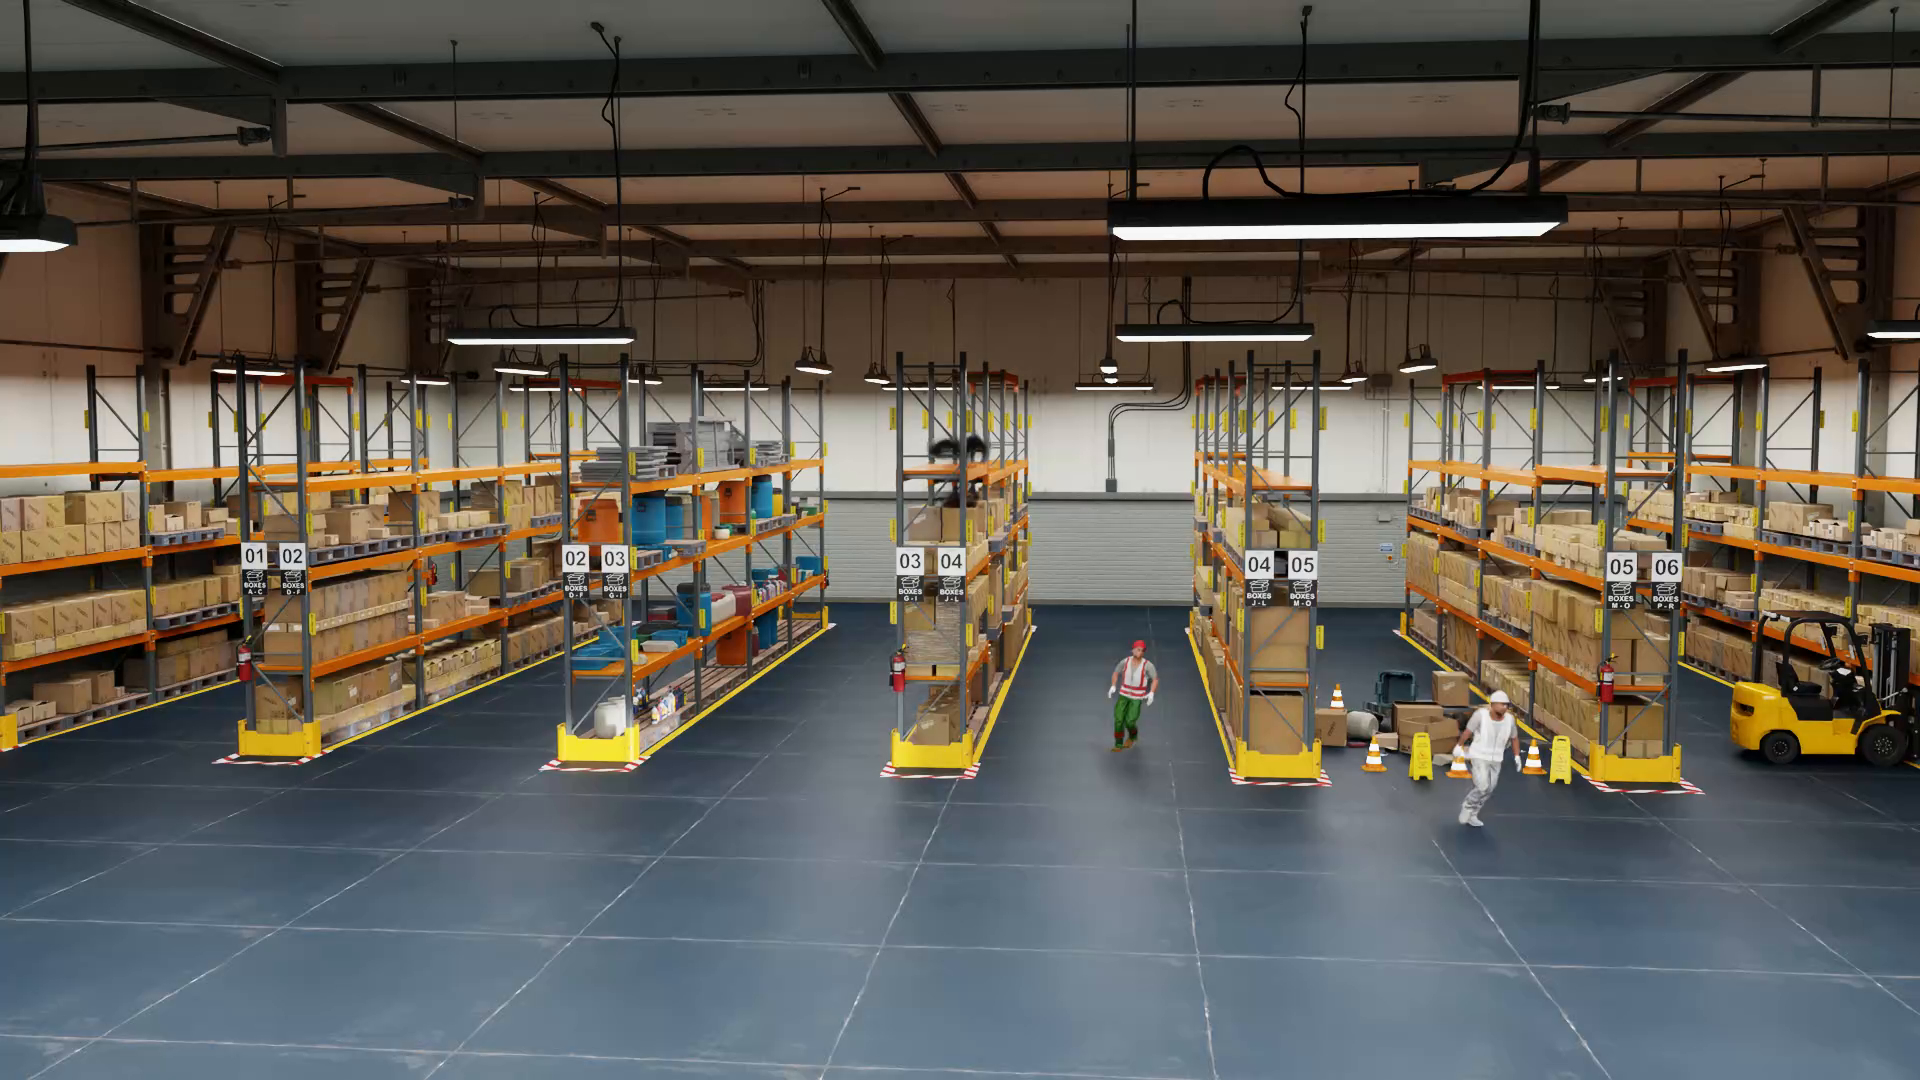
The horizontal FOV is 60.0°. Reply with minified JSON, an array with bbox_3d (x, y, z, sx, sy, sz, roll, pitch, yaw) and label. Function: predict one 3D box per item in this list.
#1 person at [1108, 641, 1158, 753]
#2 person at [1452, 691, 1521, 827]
[{"bbox_3d":[2.603,2.378,25.058,0.708,1.722,0.515,2,4,21],"label":"person"},{"bbox_3d":[6.489,2.685,20.398,0.653,1.715,0.734,-1,4,-14],"label":"person"}]
